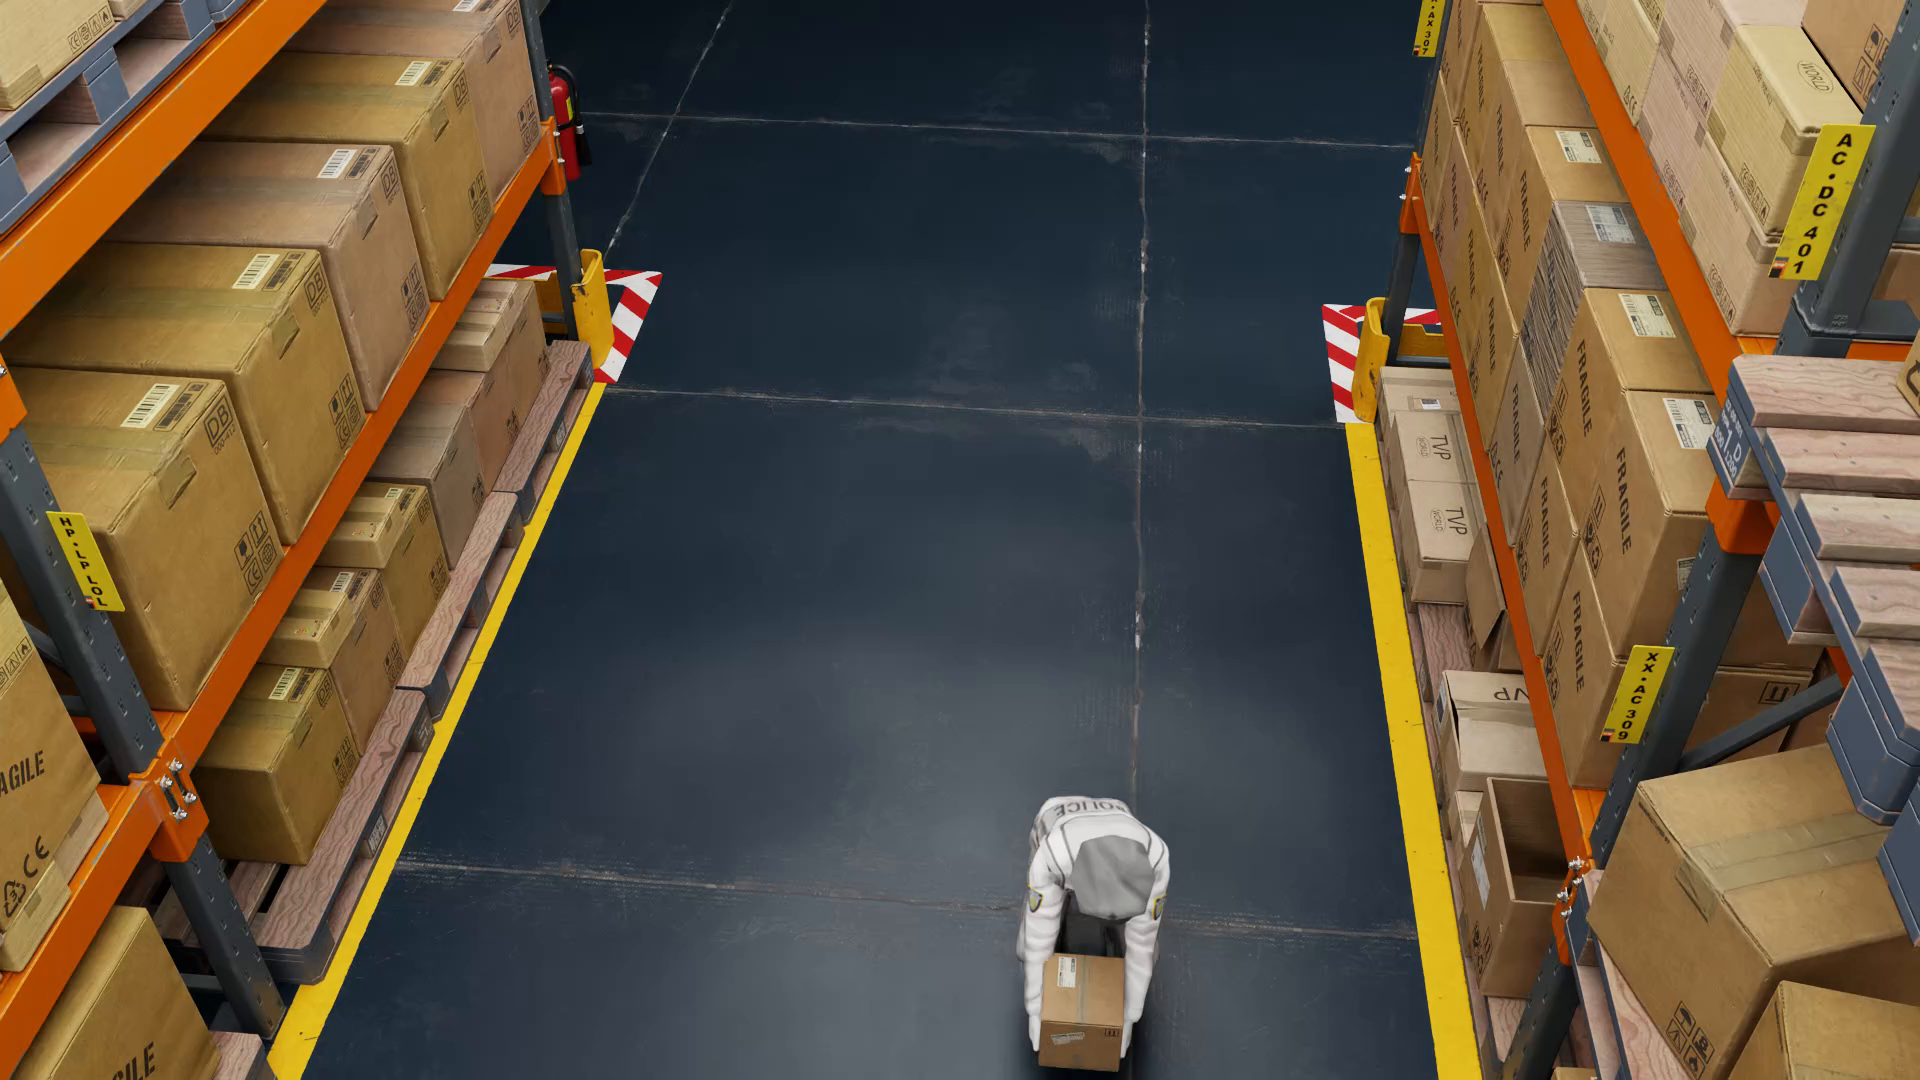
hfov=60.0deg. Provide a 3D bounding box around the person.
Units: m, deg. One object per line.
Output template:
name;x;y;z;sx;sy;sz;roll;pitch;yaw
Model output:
person;0.439;1.073;5.340;0.443;0.577;0.744;3;40;3
